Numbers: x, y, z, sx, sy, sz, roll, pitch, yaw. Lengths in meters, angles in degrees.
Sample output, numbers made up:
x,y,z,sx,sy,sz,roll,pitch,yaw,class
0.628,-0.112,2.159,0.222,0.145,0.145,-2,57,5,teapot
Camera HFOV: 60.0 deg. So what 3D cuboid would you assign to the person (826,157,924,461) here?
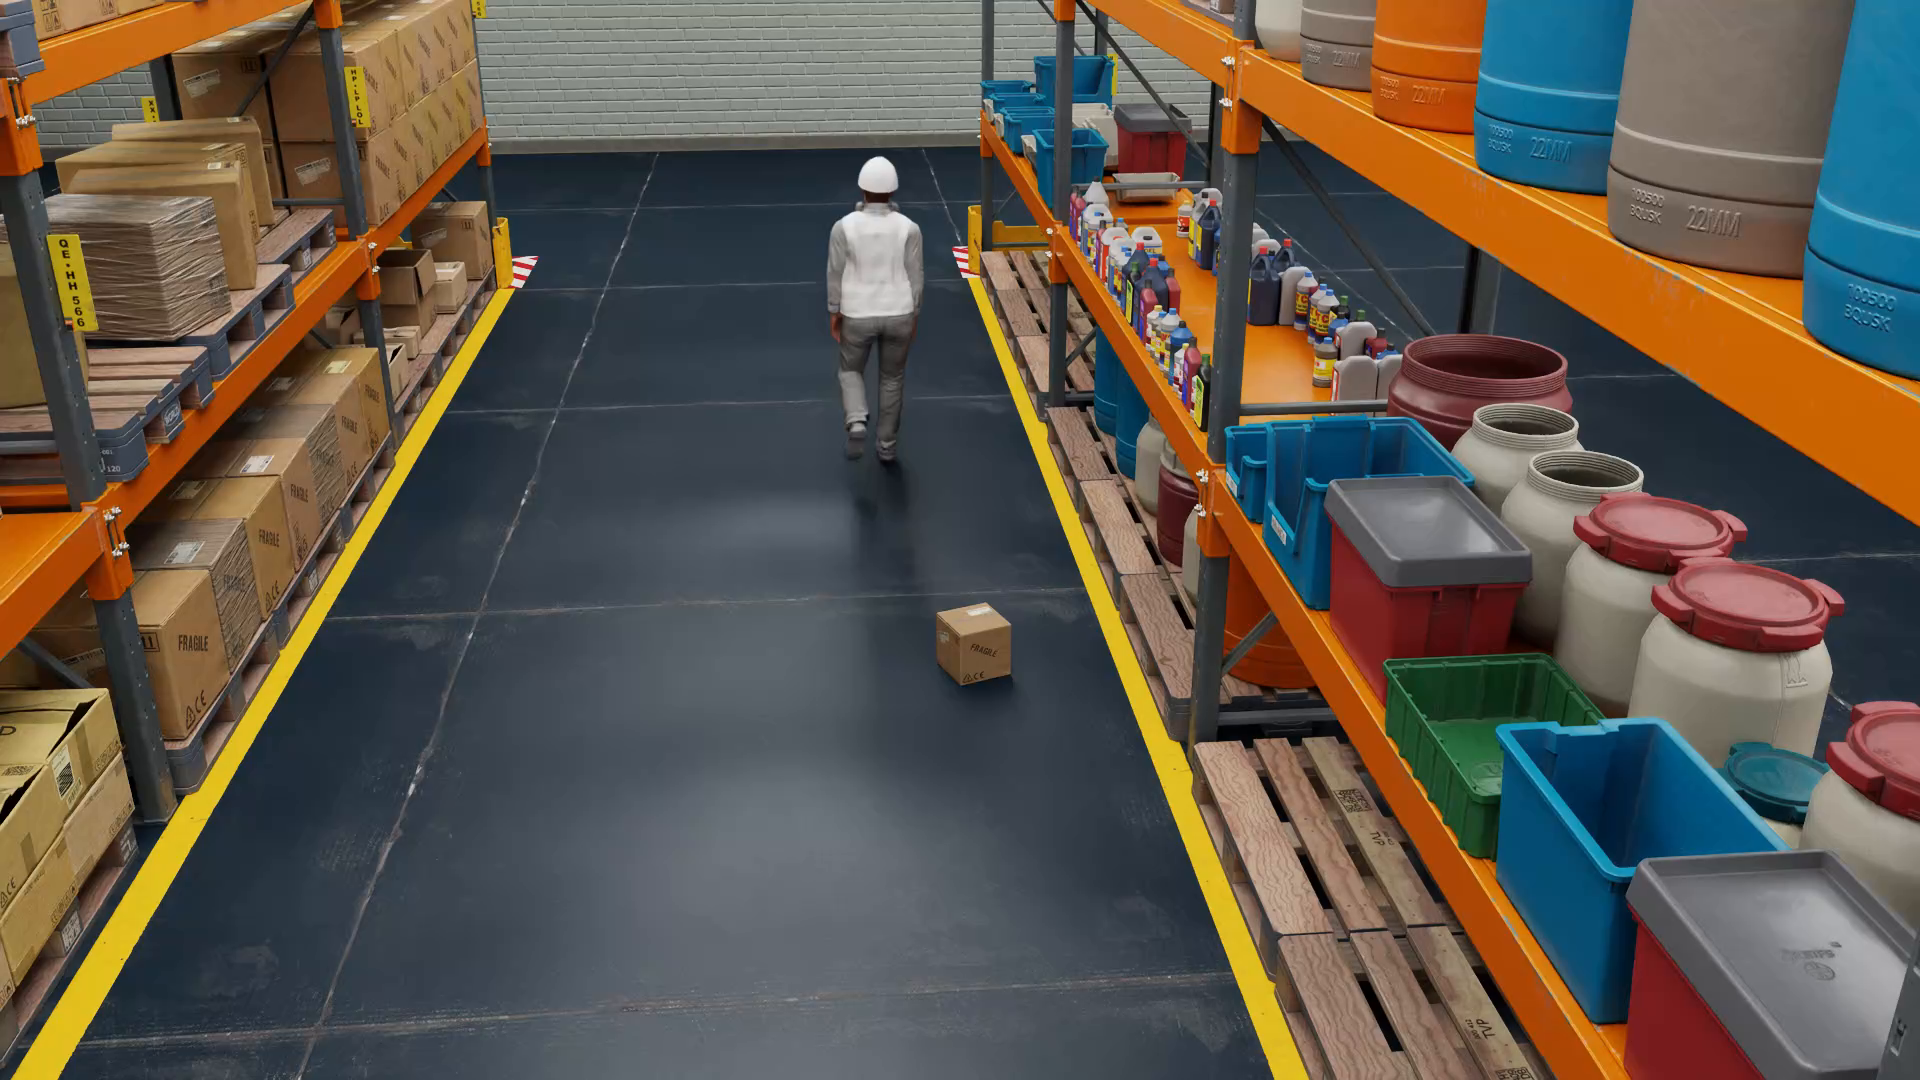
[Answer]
x,y,z,sx,sy,sz,roll,pitch,yaw,class
-0.475,-1.273,9.429,0.548,1.761,0.567,-2,24,-4,person
